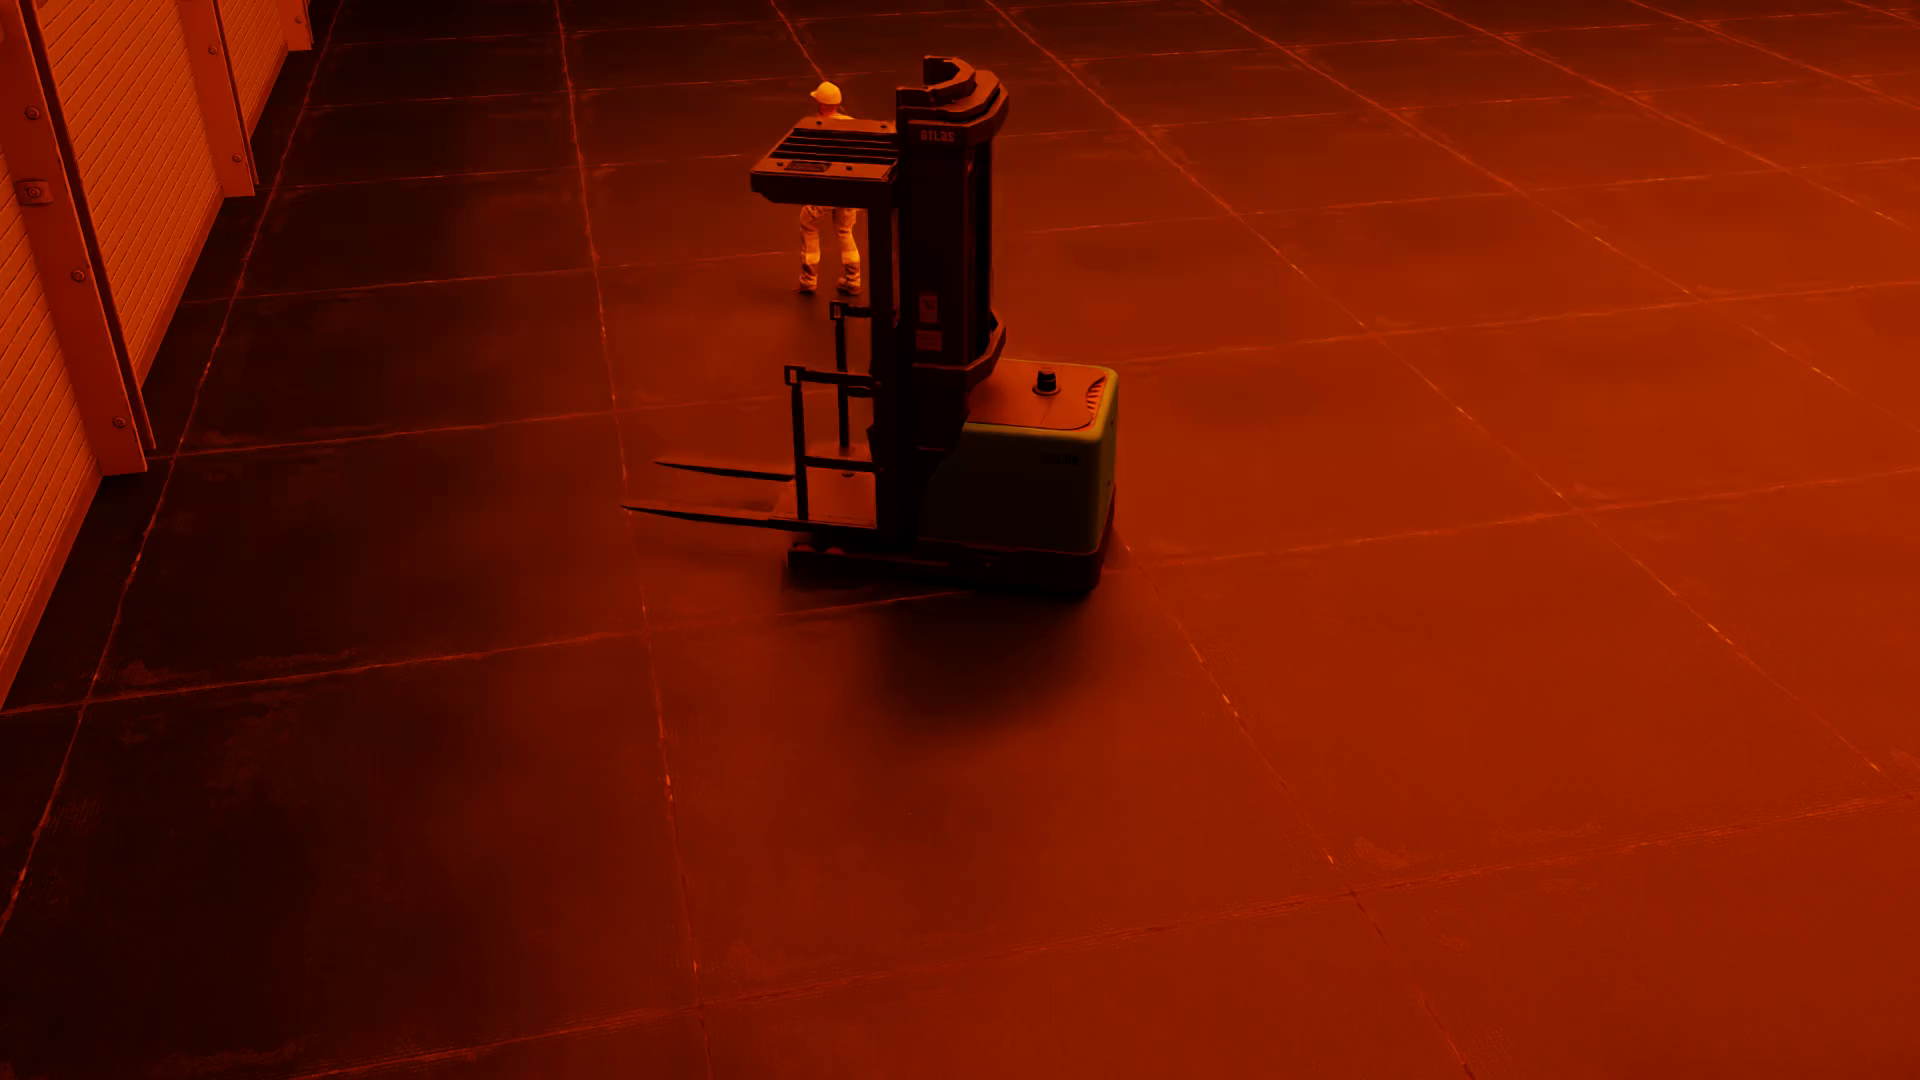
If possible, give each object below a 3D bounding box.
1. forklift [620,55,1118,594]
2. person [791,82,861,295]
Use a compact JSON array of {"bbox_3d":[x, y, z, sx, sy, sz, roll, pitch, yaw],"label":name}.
[{"bbox_3d":[-0.587,-1.308,9.835,3.031,2.935,1.130,6,31,10],"label":"forklift"},{"bbox_3d":[-1.093,-2.895,13.787,0.630,1.822,0.525,-21,36,-32],"label":"person"}]
